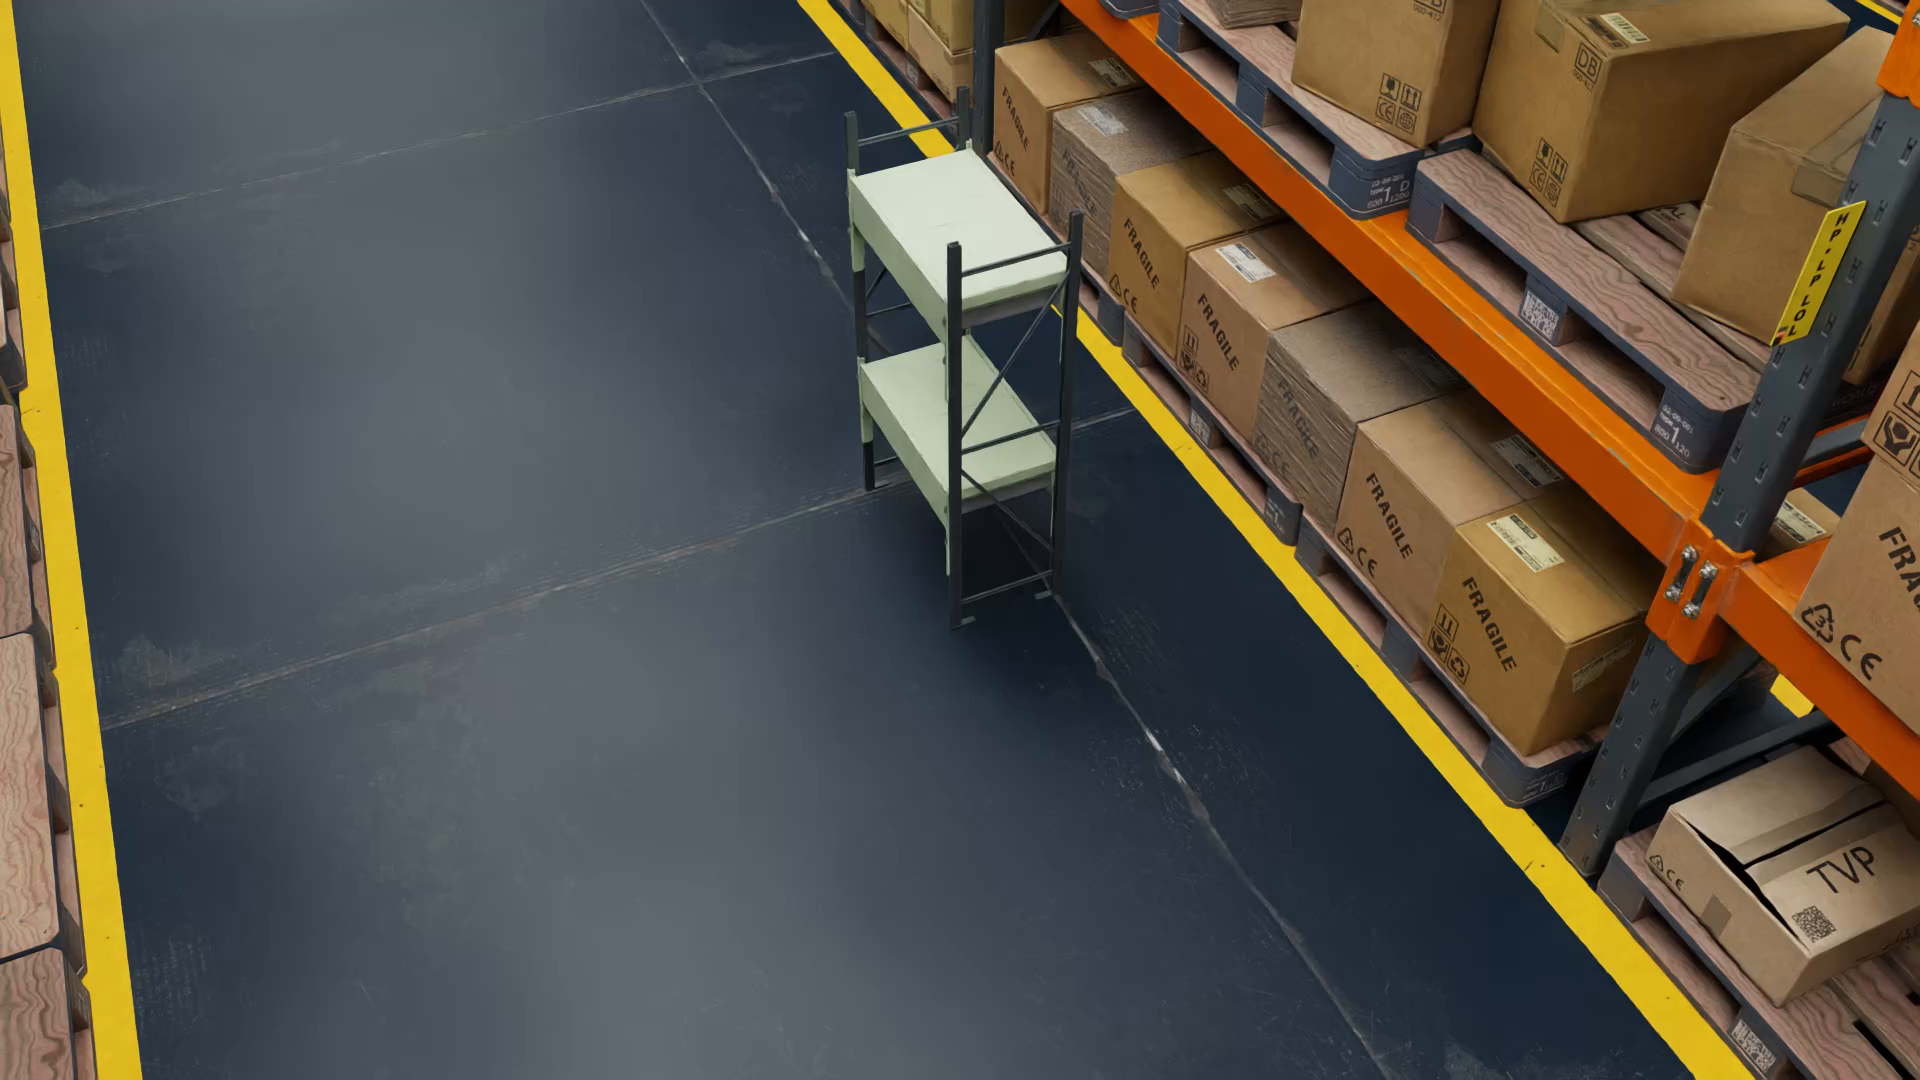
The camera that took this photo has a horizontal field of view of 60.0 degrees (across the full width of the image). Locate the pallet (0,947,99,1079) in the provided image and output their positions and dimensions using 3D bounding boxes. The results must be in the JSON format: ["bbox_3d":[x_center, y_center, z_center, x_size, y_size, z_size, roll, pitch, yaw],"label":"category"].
[{"bbox_3d":[-2.567,1.667,3.910,1.003,0.211,1.213,-18,47,-17],"label":"pallet"}]

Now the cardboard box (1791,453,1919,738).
[{"bbox_3d":[2.182,0.088,3.454,0.500,0.500,0.500,-17,47,-16],"label":"cardboard box"}]

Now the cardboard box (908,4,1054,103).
[{"bbox_3d":[0.091,-2.265,7.568,0.500,0.250,0.500,-17,47,-16],"label":"cardboard box"}]

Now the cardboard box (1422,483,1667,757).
[{"bbox_3d":[1.748,0.222,4.856,0.500,0.500,0.500,-18,47,-18],"label":"cardboard box"}]

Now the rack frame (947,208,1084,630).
[{"bbox_3d":[0.151,-0.305,4.991,0.400,1.500,0.023,-18,47,-17],"label":"rack frame"}]

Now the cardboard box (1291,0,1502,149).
[{"bbox_3d":[1.416,-1.575,4.840,0.700,0.500,0.500,-30,52,-27],"label":"cardboard box"}]

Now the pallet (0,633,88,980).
[{"bbox_3d":[-3.084,0.889,4.699,1.003,0.211,1.213,-18,47,-17],"label":"pallet"}]

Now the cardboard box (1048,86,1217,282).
[{"bbox_3d":[0.691,-1.391,6.491,0.500,0.500,0.500,-20,48,-19],"label":"cardboard box"}]

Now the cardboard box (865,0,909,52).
[{"bbox_3d":[-0.129,-2.592,7.900,0.500,0.250,0.500,-19,48,-18],"label":"cardboard box"}]

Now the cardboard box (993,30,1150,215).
[{"bbox_3d":[0.465,-1.723,6.827,0.500,0.500,0.500,-16,47,-16],"label":"cardboard box"}]

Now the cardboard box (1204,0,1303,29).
[{"bbox_3d":[1.112,-2.009,5.280,0.700,0.500,0.500,-10,45,-10],"label":"cardboard box"}]

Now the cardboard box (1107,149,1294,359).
[{"bbox_3d":[0.897,-1.070,6.165,0.500,0.500,0.500,-19,48,-18],"label":"cardboard box"}]

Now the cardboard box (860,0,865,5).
[{"bbox_3d":[-0.338,-2.914,8.226,0.500,0.250,0.500,-17,47,-17],"label":"cardboard box"}]

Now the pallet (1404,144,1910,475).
[{"bbox_3d":[1.978,-0.755,4.516,1.003,0.211,1.213,-18,47,-17],"label":"pallet"}]

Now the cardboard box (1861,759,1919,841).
[{"bbox_3d":[2.712,0.731,4.340,0.500,0.500,0.500,-18,47,-17],"label":"cardboard box"}]

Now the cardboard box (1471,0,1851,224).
[{"bbox_3d":[1.872,-1.254,4.515,0.700,0.500,0.500,-11,46,-11],"label":"cardboard box"}]

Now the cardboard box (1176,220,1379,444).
[{"bbox_3d":[1.121,-0.739,5.830,0.500,0.500,0.500,-20,48,-19],"label":"cardboard box"}]

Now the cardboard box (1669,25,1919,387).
[{"bbox_3d":[2.219,-0.835,4.090,0.700,0.500,0.500,-34,54,-30],"label":"cardboard box"}]

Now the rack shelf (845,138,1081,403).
[{"bbox_3d":[-0.003,-0.816,4.953,0.431,0.370,0.720,-18,47,-17],"label":"rack shelf"}]

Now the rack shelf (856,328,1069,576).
[{"bbox_3d":[-0.003,-0.306,5.457,0.431,0.370,0.720,-18,47,-17],"label":"rack shelf"}]

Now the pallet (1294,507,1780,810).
[{"bbox_3d":[1.839,0.204,5.393,1.003,0.211,1.213,-18,47,-17],"label":"pallet"}]

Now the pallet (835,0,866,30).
[{"bbox_3d":[-0.287,-3.151,8.793,1.003,0.211,1.213,-18,47,-17],"label":"pallet"}]

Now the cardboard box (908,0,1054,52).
[{"bbox_3d":[0.090,-2.462,7.369,0.500,0.311,0.500,-17,47,-16],"label":"cardboard box"}]

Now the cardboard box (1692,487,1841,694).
[{"bbox_3d":[2.233,0.071,5.009,0.500,0.500,0.500,-20,48,-19],"label":"cardboard box"}]

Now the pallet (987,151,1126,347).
[{"bbox_3d":[0.813,-1.351,6.969,1.003,0.211,1.213,-18,47,-17],"label":"pallet"}]

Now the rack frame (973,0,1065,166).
[{"bbox_3d":[0.533,-2.831,6.483,1.000,3.000,0.127,-18,47,-17],"label":"rack frame"}]

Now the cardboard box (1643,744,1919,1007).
[{"bbox_3d":[2.195,0.850,4.354,0.500,0.311,0.500,-18,47,-17],"label":"cardboard box"}]

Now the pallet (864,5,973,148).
[{"bbox_3d":[0.222,-2.374,8.006,1.003,0.211,1.213,-18,47,-17],"label":"pallet"}]

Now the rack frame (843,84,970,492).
[{"bbox_3d":[-0.157,-0.771,5.464,0.400,1.500,0.023,-18,47,-17],"label":"rack frame"}]

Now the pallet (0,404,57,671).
[{"bbox_3d":[-3.593,0.112,5.486,1.003,0.211,1.213,-18,47,-17],"label":"pallet"}]

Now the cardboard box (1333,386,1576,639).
[{"bbox_3d":[1.547,-0.096,5.178,0.500,0.500,0.500,-18,47,-17],"label":"cardboard box"}]

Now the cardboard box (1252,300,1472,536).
[{"bbox_3d":[1.337,-0.416,5.502,0.500,0.500,0.500,-17,47,-17],"label":"cardboard box"}]

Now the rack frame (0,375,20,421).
[{"bbox_3d":[-3.963,-1.370,5.003,1.000,3.000,0.127,-18,47,-17],"label":"rack frame"}]

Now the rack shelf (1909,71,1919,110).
[{"bbox_3d":[3.056,0.181,1.807,1.077,0.370,4.000,-18,47,-17],"label":"rack shelf"}]

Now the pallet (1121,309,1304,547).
[{"bbox_3d":[1.322,-0.575,6.182,1.003,0.211,1.213,-18,47,-17],"label":"pallet"}]

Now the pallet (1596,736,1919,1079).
[{"bbox_3d":[2.503,1.149,4.436,1.003,0.211,1.213,-18,47,-17],"label":"pallet"}]

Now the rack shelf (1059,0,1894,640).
[{"bbox_3d":[1.374,-1.300,5.444,1.077,0.370,4.000,-18,47,-17],"label":"rack shelf"}]

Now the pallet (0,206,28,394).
[{"bbox_3d":[-4.253,-0.883,6.495,1.003,0.211,1.213,-18,47,-17],"label":"pallet"}]

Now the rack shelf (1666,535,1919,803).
[{"bbox_3d":[3.056,1.249,2.861,1.077,0.370,4.000,-18,47,-17],"label":"rack shelf"}]

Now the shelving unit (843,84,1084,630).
[{"bbox_3d":[-0.003,-0.538,5.228,0.431,1.500,0.755,-18,47,-17],"label":"shelving unit"}]

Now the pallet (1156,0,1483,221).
[{"bbox_3d":[1.355,-1.525,5.296,1.003,0.211,1.213,-18,47,-17],"label":"pallet"}]

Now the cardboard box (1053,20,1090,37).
[{"bbox_3d":[0.579,-2.422,7.728,0.500,0.250,0.500,-18,47,-18],"label":"cardboard box"}]

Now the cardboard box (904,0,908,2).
[{"bbox_3d":[-0.135,-2.792,7.703,0.500,0.311,0.500,-19,48,-18],"label":"cardboard box"}]

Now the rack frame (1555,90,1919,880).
[{"bbox_3d":[2.215,-0.282,3.900,1.000,3.000,0.127,-18,47,-17],"label":"rack frame"}]

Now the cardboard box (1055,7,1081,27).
[{"bbox_3d":[0.579,-2.622,7.531,0.500,0.311,0.500,-17,47,-16],"label":"cardboard box"}]

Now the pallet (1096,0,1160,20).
[{"bbox_3d":[0.882,-2.351,6.134,1.213,0.211,1.003,-18,47,-17],"label":"pallet"}]

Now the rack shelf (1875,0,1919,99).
[{"bbox_3d":[1.374,-2.368,4.391,1.077,0.370,4.000,-18,47,-17],"label":"rack shelf"}]

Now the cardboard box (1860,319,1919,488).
[{"bbox_3d":[2.158,-0.290,3.125,0.500,0.500,0.500,-17,47,-16],"label":"cardboard box"}]

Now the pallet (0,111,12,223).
[{"bbox_3d":[-4.762,-1.659,7.281,1.003,0.211,1.213,-18,47,-17],"label":"pallet"}]

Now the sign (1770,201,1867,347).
[{"bbox_3d":[1.713,-0.528,3.325,0.100,0.325,0.005,-18,47,-17],"label":"sign"}]
